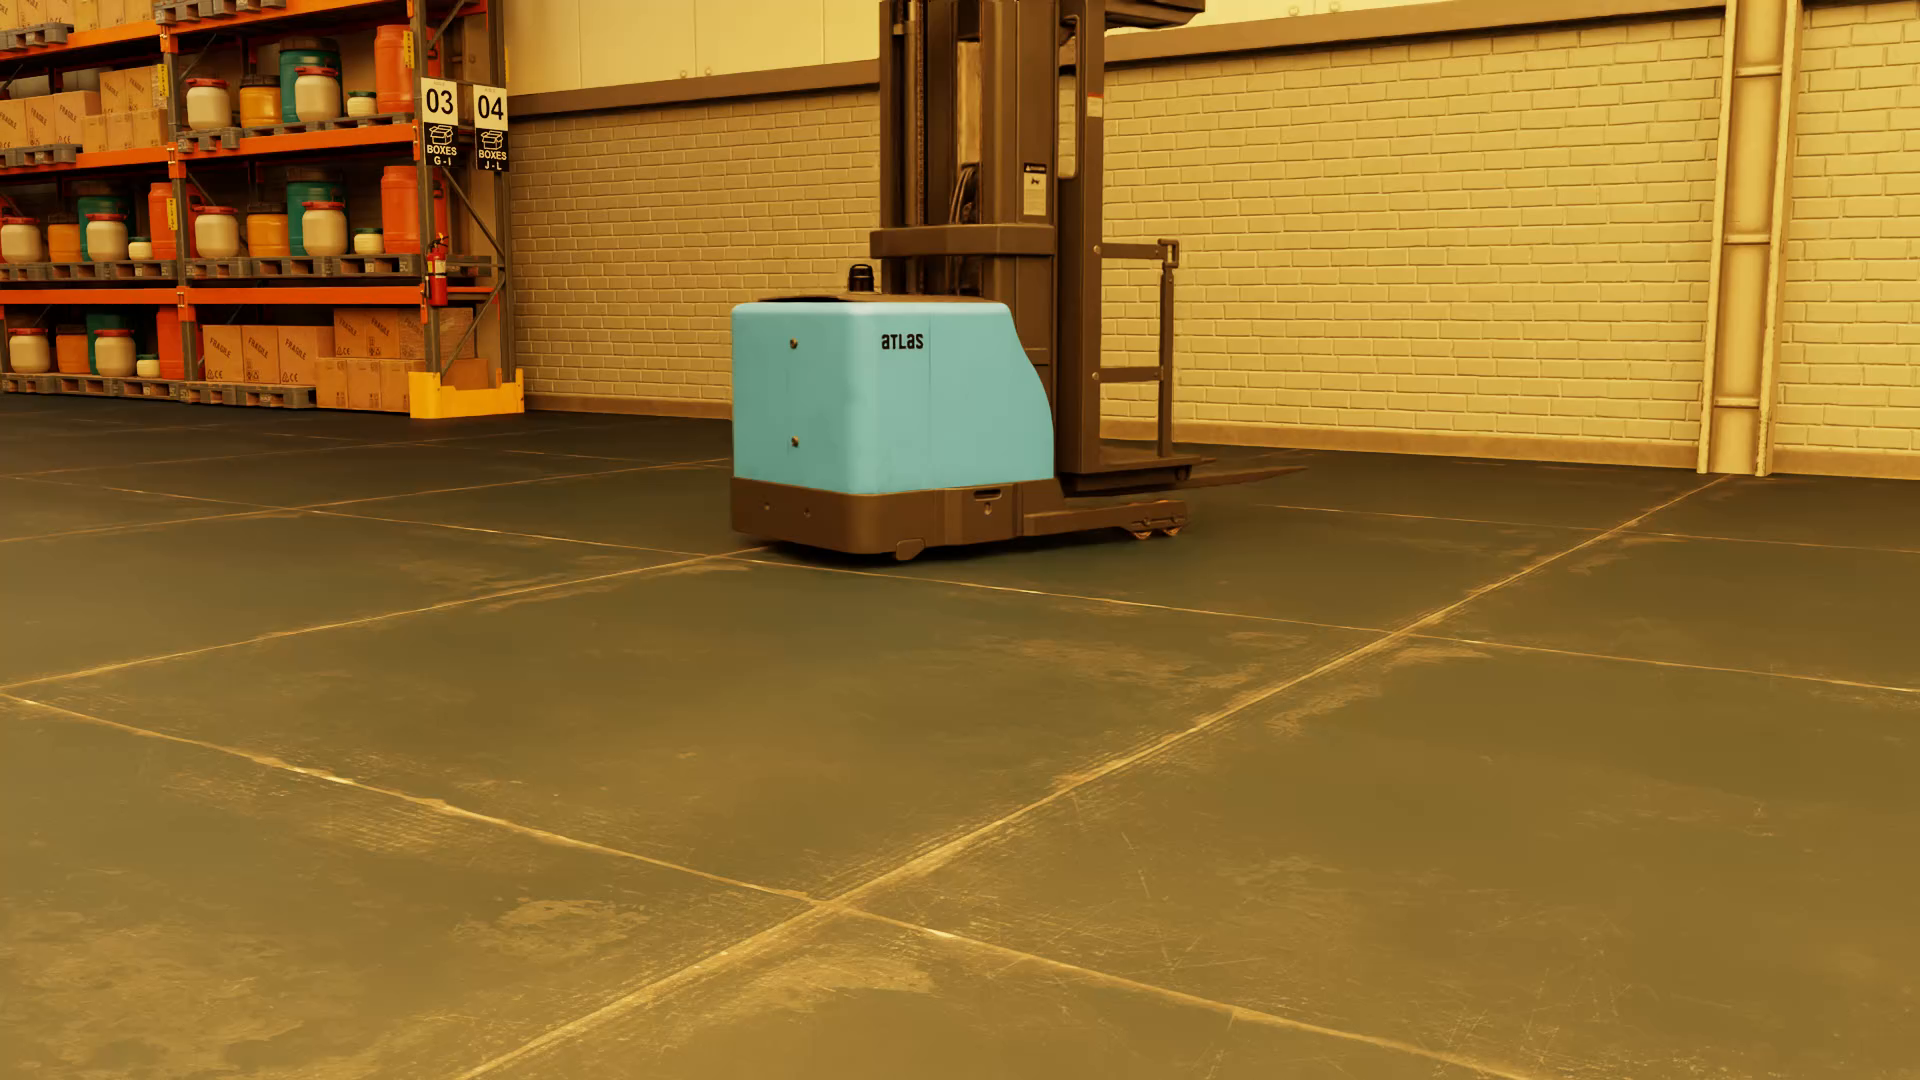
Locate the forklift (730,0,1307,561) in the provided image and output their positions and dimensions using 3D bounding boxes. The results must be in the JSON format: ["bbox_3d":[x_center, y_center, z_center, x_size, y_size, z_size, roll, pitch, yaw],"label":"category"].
[{"bbox_3d":[0.434,-1.509,7.806,3.031,2.935,1.130,-7,10,-39],"label":"forklift"}]
